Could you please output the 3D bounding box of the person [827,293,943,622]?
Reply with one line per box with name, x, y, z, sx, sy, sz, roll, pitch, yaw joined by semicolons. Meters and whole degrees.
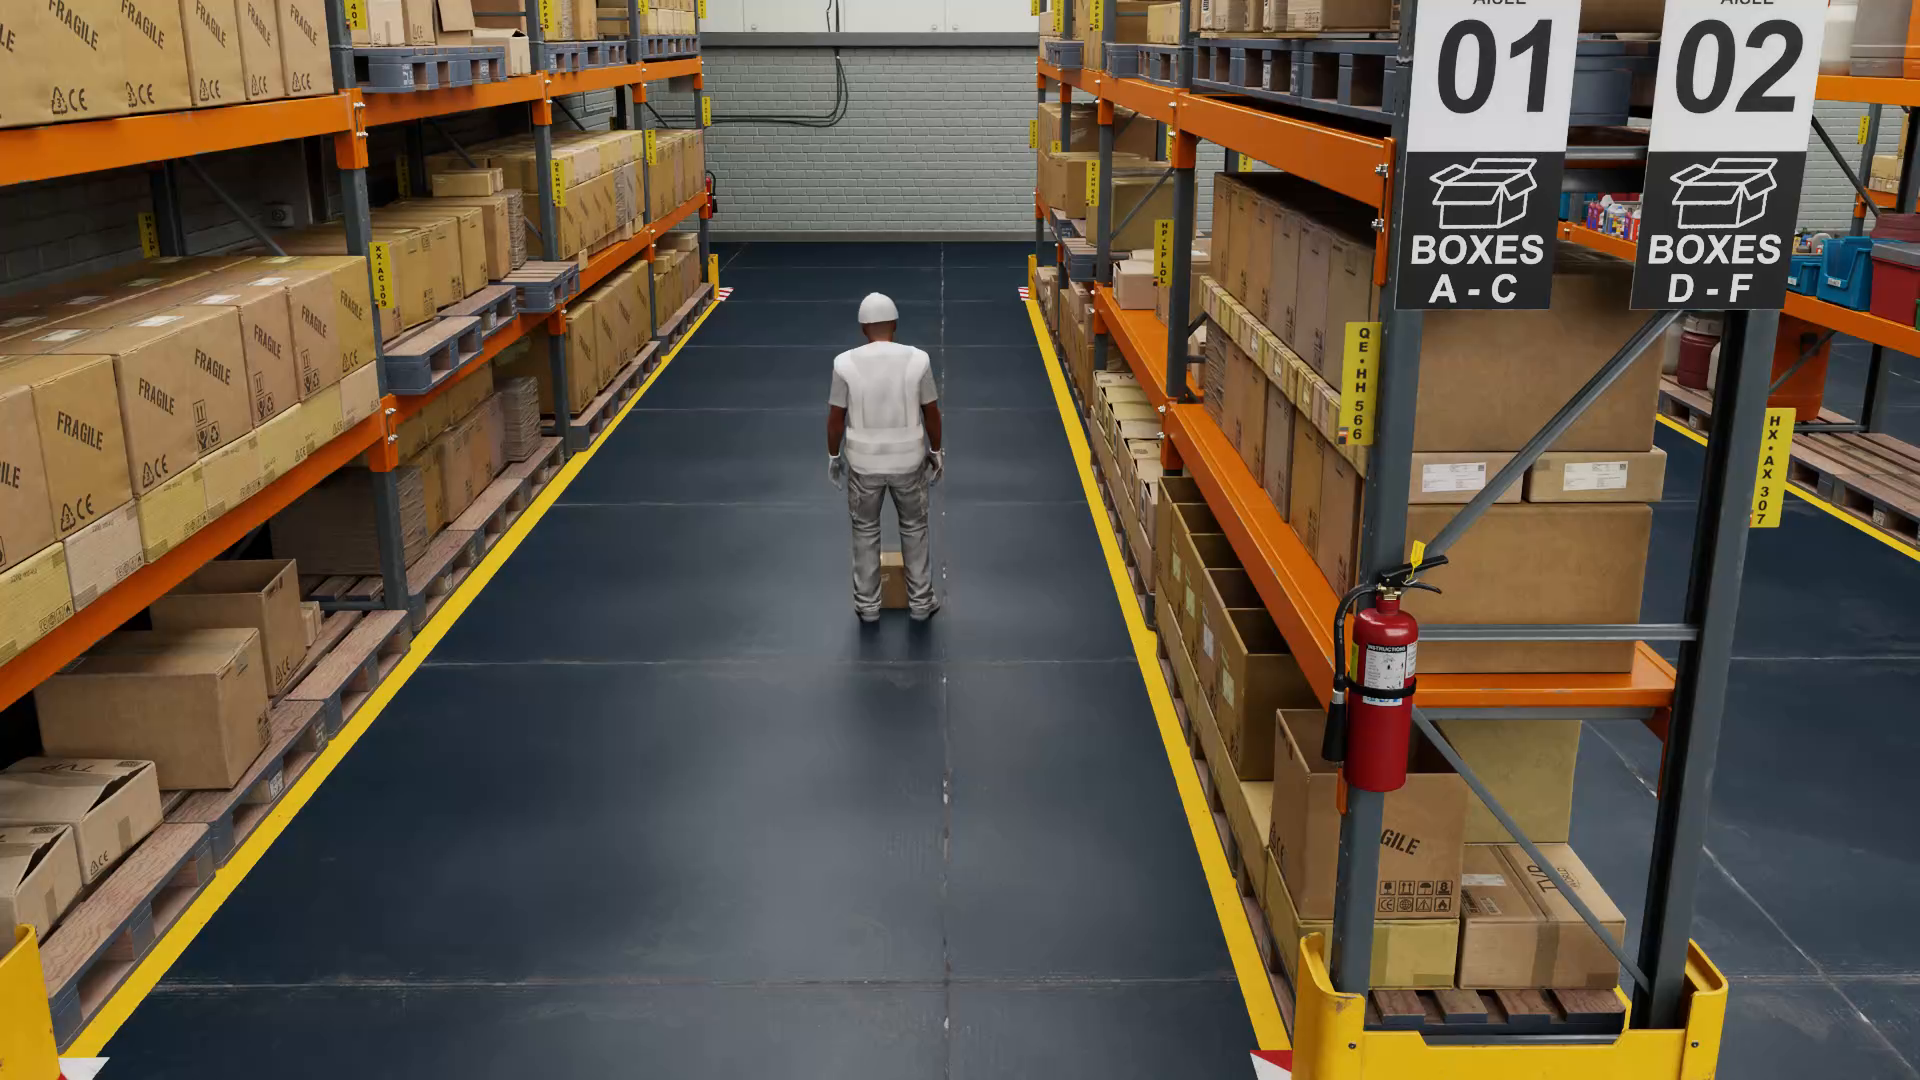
person;-0.401;-0.433;8.950;0.623;1.771;0.450;-1;17;-4
